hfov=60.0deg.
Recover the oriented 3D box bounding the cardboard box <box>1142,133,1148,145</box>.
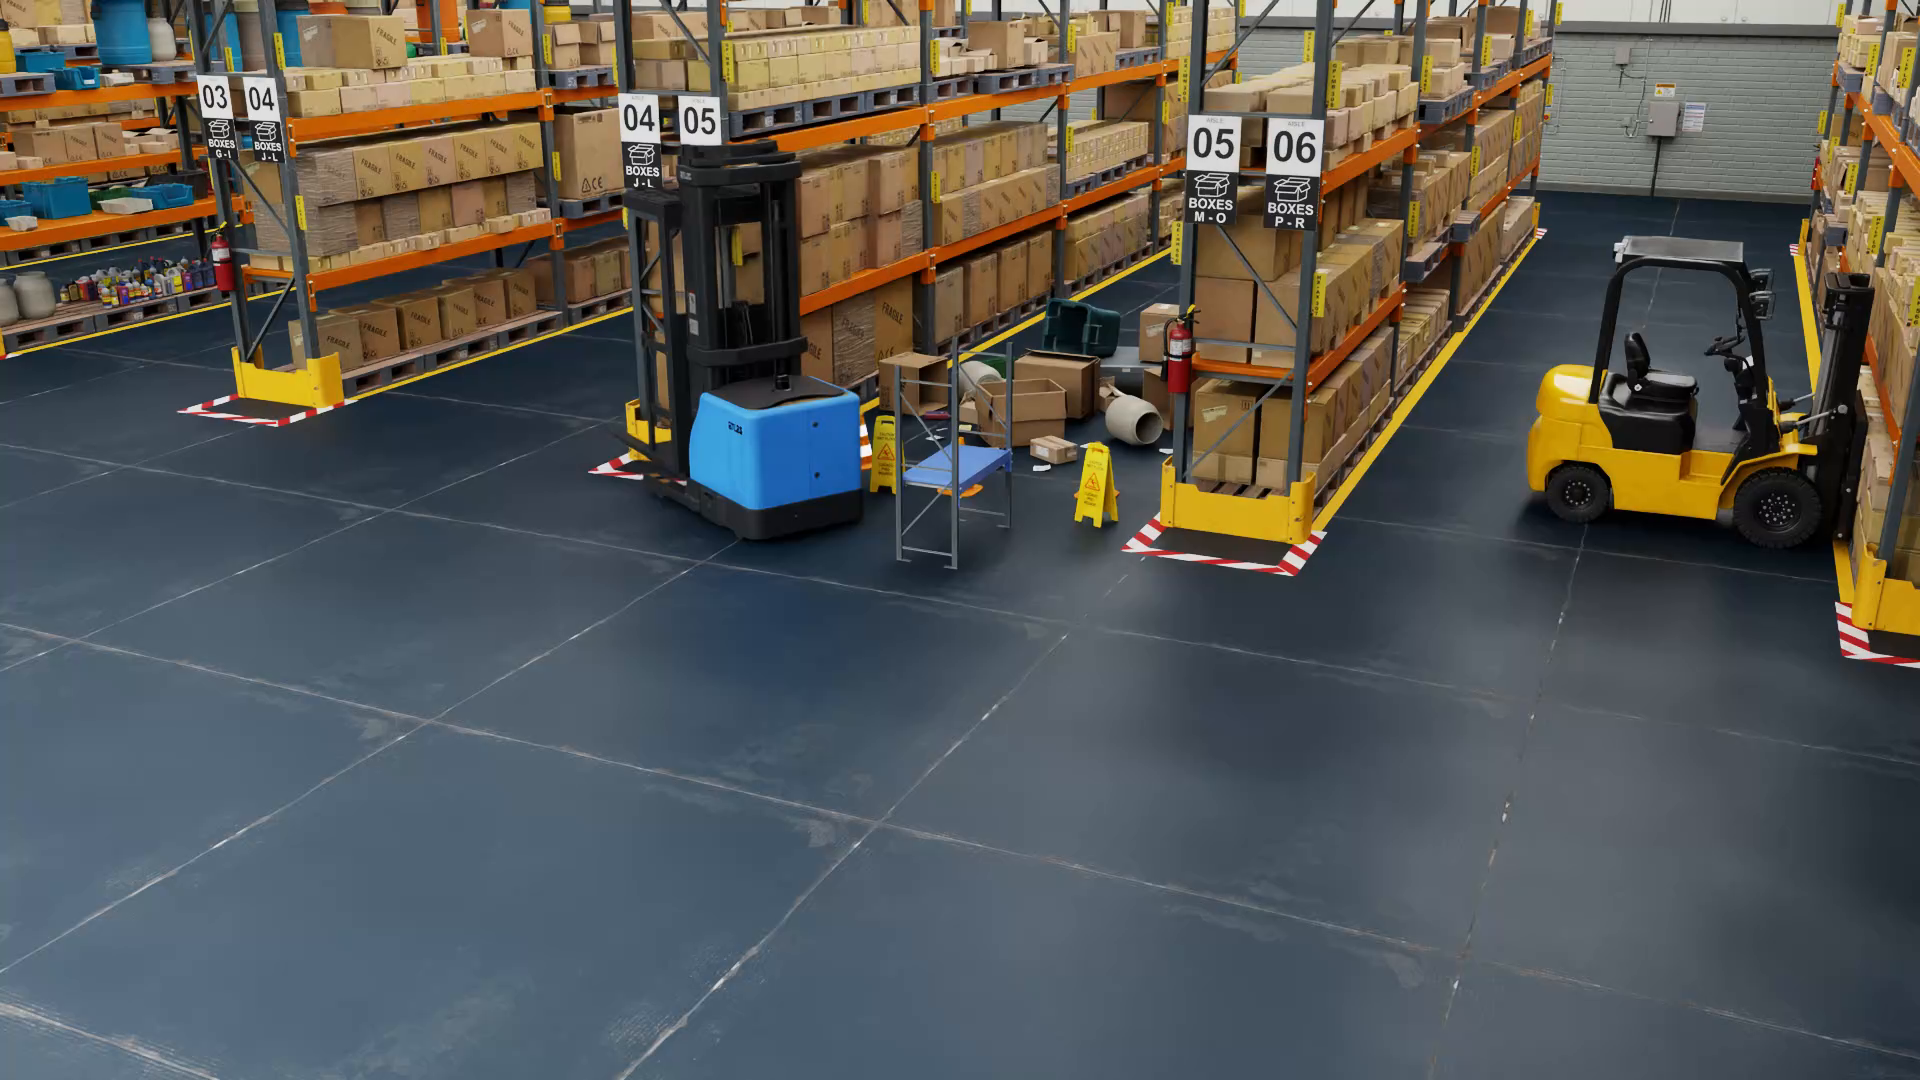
[{"bbox_3d":[2.528,-5.868,24.296,0.380,0.149,0.250,9,22,24],"label":"cardboard box"}]

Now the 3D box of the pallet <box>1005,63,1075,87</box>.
[{"bbox_3d":[0.657,-5.694,20.309,1.213,0.211,1.003,10,22,25],"label":"pallet"}]

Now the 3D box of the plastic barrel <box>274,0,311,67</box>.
[{"bbox_3d":[-9.222,-6.977,22.886,0.600,0.901,0.708,9,21,23],"label":"plastic barrel"}]

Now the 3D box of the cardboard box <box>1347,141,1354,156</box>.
[{"bbox_3d":[2.936,-3.162,13.281,0.380,0.149,0.250,8,21,21],"label":"cardboard box"}]

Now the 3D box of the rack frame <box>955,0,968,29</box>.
[{"bbox_3d":[-0.335,-10.558,29.226,1.000,3.000,0.127,9,21,23],"label":"rack frame"}]

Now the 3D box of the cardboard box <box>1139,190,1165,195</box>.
[{"bbox_3d":[3.088,-5.546,26.827,0.380,0.149,0.250,9,21,23],"label":"cardboard box"}]

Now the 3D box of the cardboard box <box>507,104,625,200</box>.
[{"bbox_3d":[-4.796,-4.767,20.374,1.000,1.000,1.000,9,21,23],"label":"cardboard box"}]

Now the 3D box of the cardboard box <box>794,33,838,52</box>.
[{"bbox_3d":[-1.350,-4.569,15.273,0.380,0.149,0.250,9,21,23],"label":"cardboard box"}]

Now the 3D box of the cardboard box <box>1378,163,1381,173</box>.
[{"bbox_3d":[4.136,-3.865,17.173,0.380,0.149,0.250,8,21,20],"label":"cardboard box"}]

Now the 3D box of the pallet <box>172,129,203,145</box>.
[{"bbox_3d":[-12.434,-6.772,27.822,1.213,0.211,1.003,9,21,23],"label":"pallet"}]

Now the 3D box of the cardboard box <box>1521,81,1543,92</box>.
[{"bbox_3d":[8.631,-6.887,25.247,0.380,0.149,0.250,8,21,22],"label":"cardboard box"}]

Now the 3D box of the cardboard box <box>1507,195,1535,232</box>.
[{"bbox_3d":[8.527,-5.147,26.161,0.875,0.438,0.875,8,21,21],"label":"cardboard box"}]

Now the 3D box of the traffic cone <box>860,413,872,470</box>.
[{"bbox_3d":[-0.890,-0.901,14.811,0.336,0.463,0.334,9,21,23],"label":"traffic cone"}]

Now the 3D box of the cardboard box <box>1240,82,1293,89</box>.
[{"bbox_3d":[2.403,-3.519,13.096,0.380,0.149,0.250,9,21,23],"label":"cardboard box"}]

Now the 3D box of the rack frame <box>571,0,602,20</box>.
[{"bbox_3d":[-6.492,-10.015,27.699,1.000,3.000,0.127,9,21,23],"label":"rack frame"}]

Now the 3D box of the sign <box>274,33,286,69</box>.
[{"bbox_3d":[-6.392,-4.591,15.620,0.100,0.325,0.005,9,21,23],"label":"sign"}]

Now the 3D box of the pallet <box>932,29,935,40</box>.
[{"bbox_3d":[-1.128,-8.500,28.049,1.003,0.211,1.213,9,21,23],"label":"pallet"}]

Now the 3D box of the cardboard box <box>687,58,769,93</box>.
[{"bbox_3d":[-1.972,-3.969,14.179,0.500,0.250,0.500,9,21,23],"label":"cardboard box"}]

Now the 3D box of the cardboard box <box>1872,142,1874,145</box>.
[{"bbox_3d":[13.290,-5.584,23.973,0.500,0.250,0.500,9,22,24],"label":"cardboard box"}]

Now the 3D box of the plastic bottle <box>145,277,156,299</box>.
[{"bbox_3d":[-10.115,-3.150,20.765,0.097,0.271,0.097,0,20,0],"label":"plastic bottle"}]

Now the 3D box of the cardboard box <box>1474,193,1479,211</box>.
[{"bbox_3d":[6.054,-4.130,20.328,0.500,0.250,0.500,8,21,21],"label":"cardboard box"}]

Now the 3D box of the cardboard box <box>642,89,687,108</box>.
[{"bbox_3d":[-2.576,-3.817,14.346,0.380,0.149,0.250,9,21,23],"label":"cardboard box"}]

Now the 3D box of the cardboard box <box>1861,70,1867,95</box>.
[{"bbox_3d":[10.359,-5.085,18.539,0.500,0.250,0.500,9,21,23],"label":"cardboard box"}]

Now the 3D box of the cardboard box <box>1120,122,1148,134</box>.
[{"bbox_3d":[2.524,-6.007,24.244,0.380,0.149,0.250,10,22,25],"label":"cardboard box"}]

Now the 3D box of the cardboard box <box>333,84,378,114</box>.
[{"bbox_3d":[-6.248,-4.453,16.761,0.500,0.250,0.500,8,21,21],"label":"cardboard box"}]

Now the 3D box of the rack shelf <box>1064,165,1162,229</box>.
[{"bbox_3d":[1.692,-4.847,23.194,1.077,0.370,4.000,9,21,23],"label":"rack shelf"}]

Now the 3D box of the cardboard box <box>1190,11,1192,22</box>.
[{"bbox_3d":[3.433,-8.014,25.432,0.380,0.149,0.250,10,22,25],"label":"cardboard box"}]

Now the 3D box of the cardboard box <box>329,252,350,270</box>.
[{"bbox_3d":[-6.433,-2.850,16.881,0.380,0.149,0.250,9,21,23],"label":"cardboard box"}]

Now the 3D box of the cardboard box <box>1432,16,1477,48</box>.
[{"bbox_3d":[6.443,-6.577,21.734,0.500,0.500,0.500,8,21,22],"label":"cardboard box"}]

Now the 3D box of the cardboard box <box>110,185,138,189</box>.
[{"bbox_3d":[-13.337,-5.531,26.685,0.500,0.311,0.500,8,21,21],"label":"cardboard box"}]

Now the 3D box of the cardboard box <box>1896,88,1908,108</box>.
[{"bbox_3d":[8.396,-3.894,14.322,0.500,0.311,0.500,8,21,21],"label":"cardboard box"}]

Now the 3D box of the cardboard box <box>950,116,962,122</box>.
[{"bbox_3d":[-0.291,-7.616,29.687,0.500,0.250,0.500,8,21,22],"label":"cardboard box"}]

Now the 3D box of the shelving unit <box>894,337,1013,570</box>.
[{"bbox_3d":[-0.035,-0.681,12.644,0.538,1.500,1.048,9,21,23],"label":"shelving unit"}]

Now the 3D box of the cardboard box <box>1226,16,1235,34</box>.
[{"bbox_3d":[4.192,-8.422,27.175,0.500,0.250,0.500,8,21,21],"label":"cardboard box"}]

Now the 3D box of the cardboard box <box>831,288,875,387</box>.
[{"bbox_3d":[-1.452,-2.089,16.911,0.875,0.875,0.875,9,21,23],"label":"cardboard box"}]

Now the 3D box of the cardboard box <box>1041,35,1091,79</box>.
[{"bbox_3d":[1.349,-6.173,21.223,0.500,0.500,0.500,9,21,23],"label":"cardboard box"}]

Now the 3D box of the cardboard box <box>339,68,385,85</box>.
[{"bbox_3d":[-6.098,-4.730,16.945,0.380,0.149,0.250,8,21,23],"label":"cardboard box"}]

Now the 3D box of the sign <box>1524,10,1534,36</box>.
[{"bbox_3d":[7.567,-6.882,22.126,0.100,0.325,0.005,9,21,23],"label":"sign"}]

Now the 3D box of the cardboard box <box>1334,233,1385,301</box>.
[{"bbox_3d":[3.424,-2.403,14.655,0.500,0.500,0.500,9,22,24],"label":"cardboard box"}]

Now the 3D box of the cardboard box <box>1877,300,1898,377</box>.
[{"bbox_3d":[7.272,-1.503,12.569,0.500,0.500,0.500,9,21,23],"label":"cardboard box"}]

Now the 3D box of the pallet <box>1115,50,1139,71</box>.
[{"bbox_3d":[1.739,-6.630,22.939,1.213,0.211,1.003,9,21,23],"label":"pallet"}]

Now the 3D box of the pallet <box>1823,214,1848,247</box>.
[{"bbox_3d":[10.173,-3.372,18.261,1.213,0.211,1.003,9,21,23],"label":"pallet"}]

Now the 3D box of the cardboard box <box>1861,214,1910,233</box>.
[{"bbox_3d":[8.793,-2.997,15.802,0.380,0.149,0.250,8,21,21],"label":"cardboard box"}]

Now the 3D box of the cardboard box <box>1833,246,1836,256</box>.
[{"bbox_3d":[11.165,-3.626,20.824,0.380,0.149,0.250,8,21,21],"label":"cardboard box"}]

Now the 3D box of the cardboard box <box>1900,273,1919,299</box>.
[{"bbox_3d":[7.070,-1.836,12.092,0.380,0.149,0.250,9,21,24],"label":"cardboard box"}]

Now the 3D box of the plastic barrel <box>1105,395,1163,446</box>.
[{"bbox_3d":[1.619,-1.106,15.446,0.421,0.421,0.512,-9,22,-24],"label":"plastic barrel"}]

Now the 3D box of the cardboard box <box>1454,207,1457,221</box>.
[{"bbox_3d":[5.294,-3.622,18.425,0.380,0.149,0.250,7,21,20],"label":"cardboard box"}]

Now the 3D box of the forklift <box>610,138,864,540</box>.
[{"bbox_3d":[-2.029,-1.815,13.698,1.130,2.935,3.031,-13,24,-33],"label":"forklift"}]

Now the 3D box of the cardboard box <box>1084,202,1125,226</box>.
[{"bbox_3d":[2.010,-4.589,23.381,0.500,0.250,0.500,8,21,20],"label":"cardboard box"}]

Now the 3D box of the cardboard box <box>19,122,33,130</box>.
[{"bbox_3d":[-16.711,-7.360,29.533,0.380,0.149,0.250,9,21,23],"label":"cardboard box"}]

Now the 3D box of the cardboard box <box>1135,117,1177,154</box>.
[{"bbox_3d":[2.943,-6.101,25.054,0.500,0.500,0.500,8,21,22],"label":"cardboard box"}]

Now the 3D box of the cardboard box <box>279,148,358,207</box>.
[{"bbox_3d":[-6.413,-3.629,16.611,0.500,0.500,0.500,9,21,23],"label":"cardboard box"}]

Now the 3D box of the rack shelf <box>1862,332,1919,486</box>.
[{"bbox_3d":[7.503,-1.073,12.582,1.077,0.370,4.000,9,21,23],"label":"rack shelf"}]

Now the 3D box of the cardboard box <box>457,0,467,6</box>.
[{"bbox_3d":[-9.956,-10.555,32.053,0.700,0.500,0.500,9,21,23],"label":"cardboard box"}]

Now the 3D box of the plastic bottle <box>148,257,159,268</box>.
[{"bbox_3d":[-10.477,-3.512,21.664,0.144,0.351,0.185,9,22,24],"label":"plastic bottle"}]

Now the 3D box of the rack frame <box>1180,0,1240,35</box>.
[{"bbox_3d":[4.149,-9.846,27.225,1.000,3.000,0.127,9,21,23],"label":"rack frame"}]
